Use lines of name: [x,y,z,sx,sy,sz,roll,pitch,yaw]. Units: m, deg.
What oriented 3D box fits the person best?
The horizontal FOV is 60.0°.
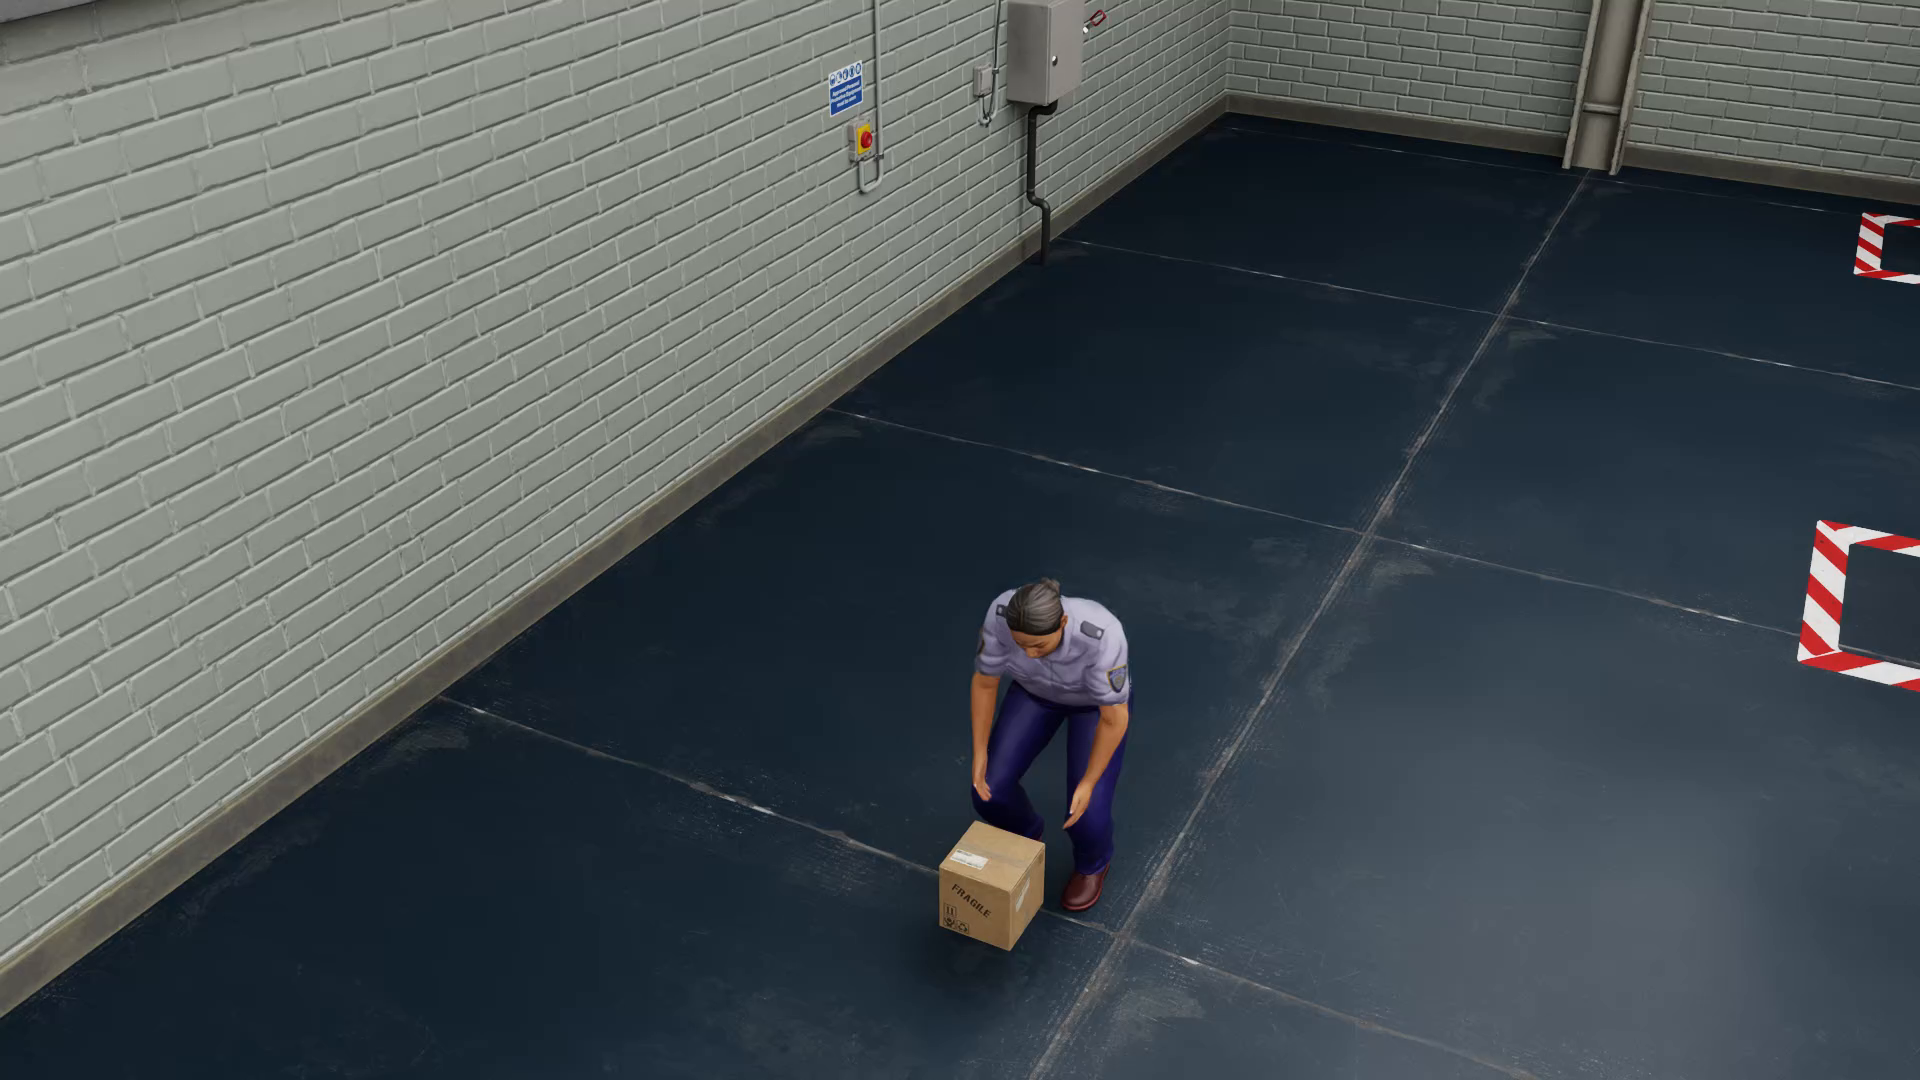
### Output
person: [0.329,0.609,5.414,0.535,1.341,0.672,15,33,24]
